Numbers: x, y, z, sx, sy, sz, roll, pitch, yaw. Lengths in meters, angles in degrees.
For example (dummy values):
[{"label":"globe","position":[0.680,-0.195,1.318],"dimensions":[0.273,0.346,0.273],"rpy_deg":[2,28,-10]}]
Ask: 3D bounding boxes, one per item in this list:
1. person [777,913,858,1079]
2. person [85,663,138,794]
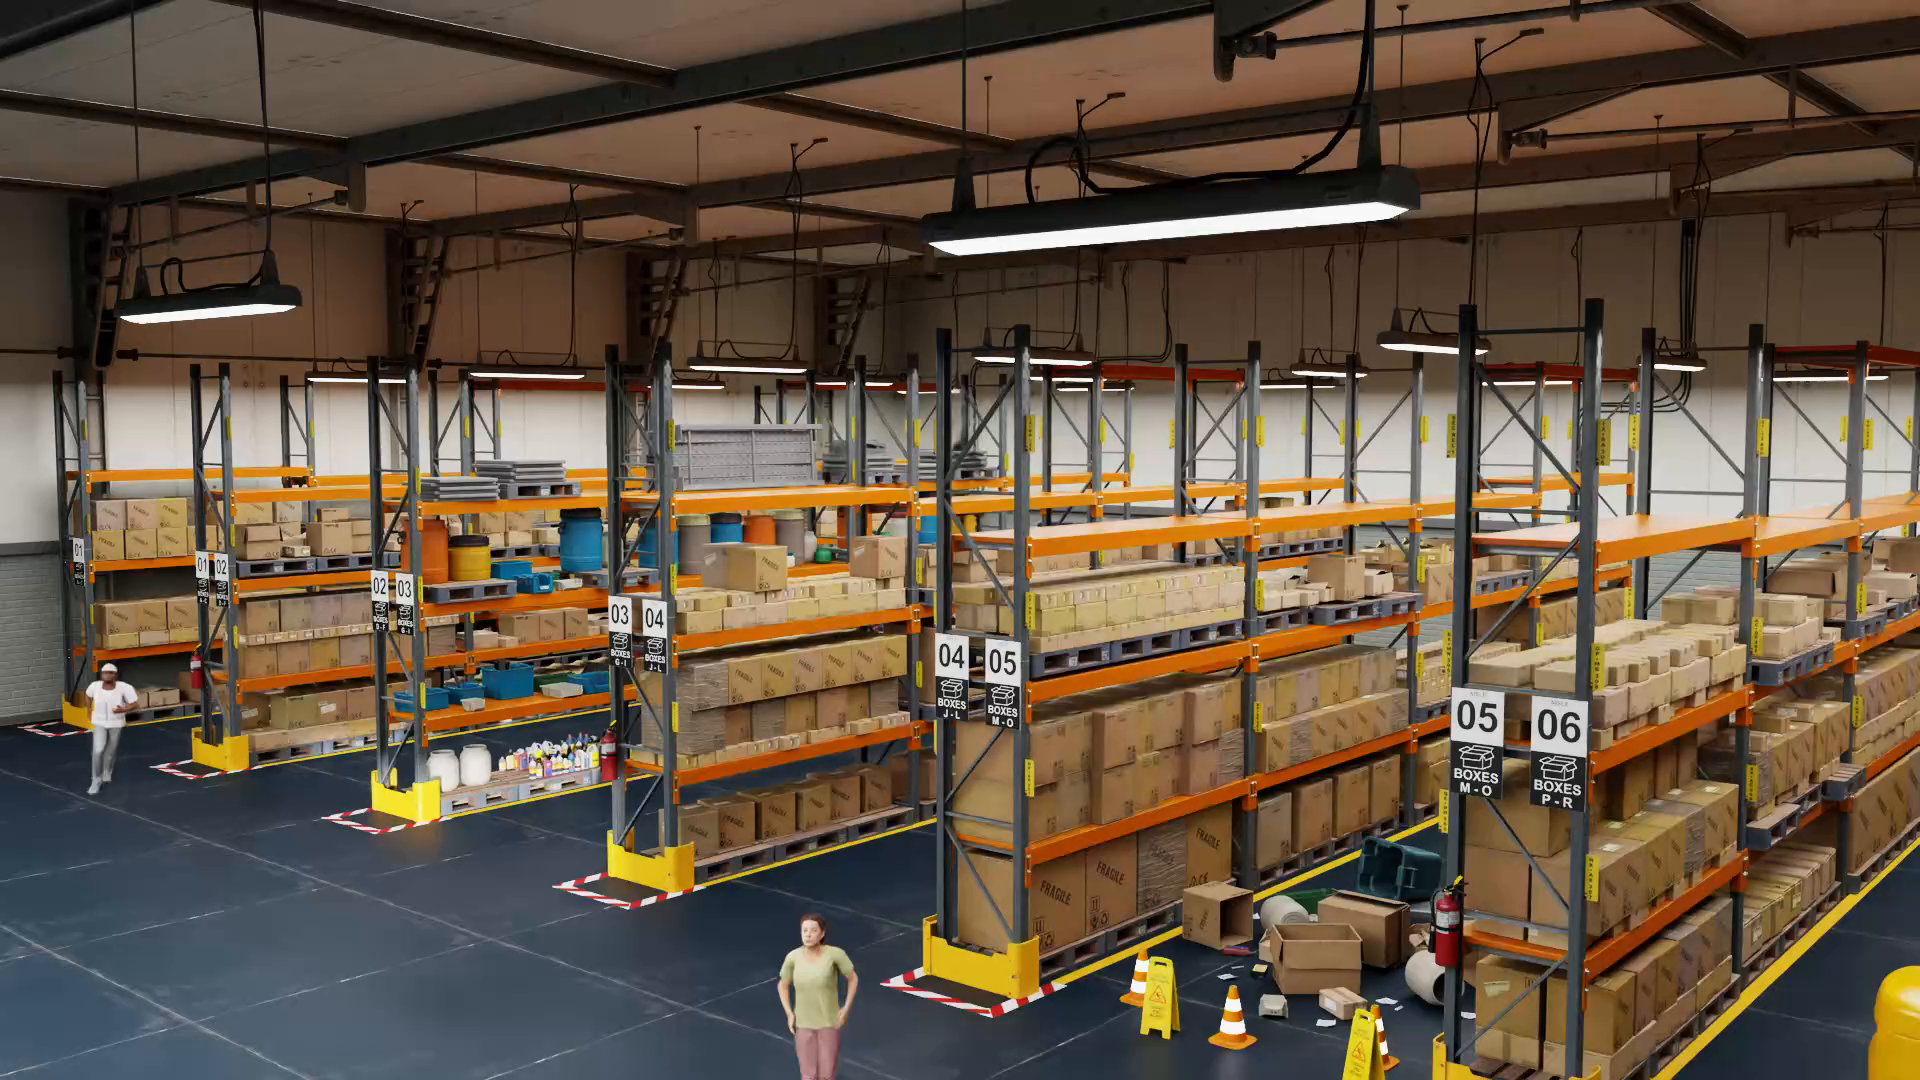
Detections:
[{"label":"person","position":[-1.034,3.493,11.972],"dimensions":[0.580,1.636,0.494],"rpy_deg":[0,4,3]},{"label":"person","position":[-11.885,2.615,23.319],"dimensions":[0.680,1.819,0.761],"rpy_deg":[-2,4,-22]}]
